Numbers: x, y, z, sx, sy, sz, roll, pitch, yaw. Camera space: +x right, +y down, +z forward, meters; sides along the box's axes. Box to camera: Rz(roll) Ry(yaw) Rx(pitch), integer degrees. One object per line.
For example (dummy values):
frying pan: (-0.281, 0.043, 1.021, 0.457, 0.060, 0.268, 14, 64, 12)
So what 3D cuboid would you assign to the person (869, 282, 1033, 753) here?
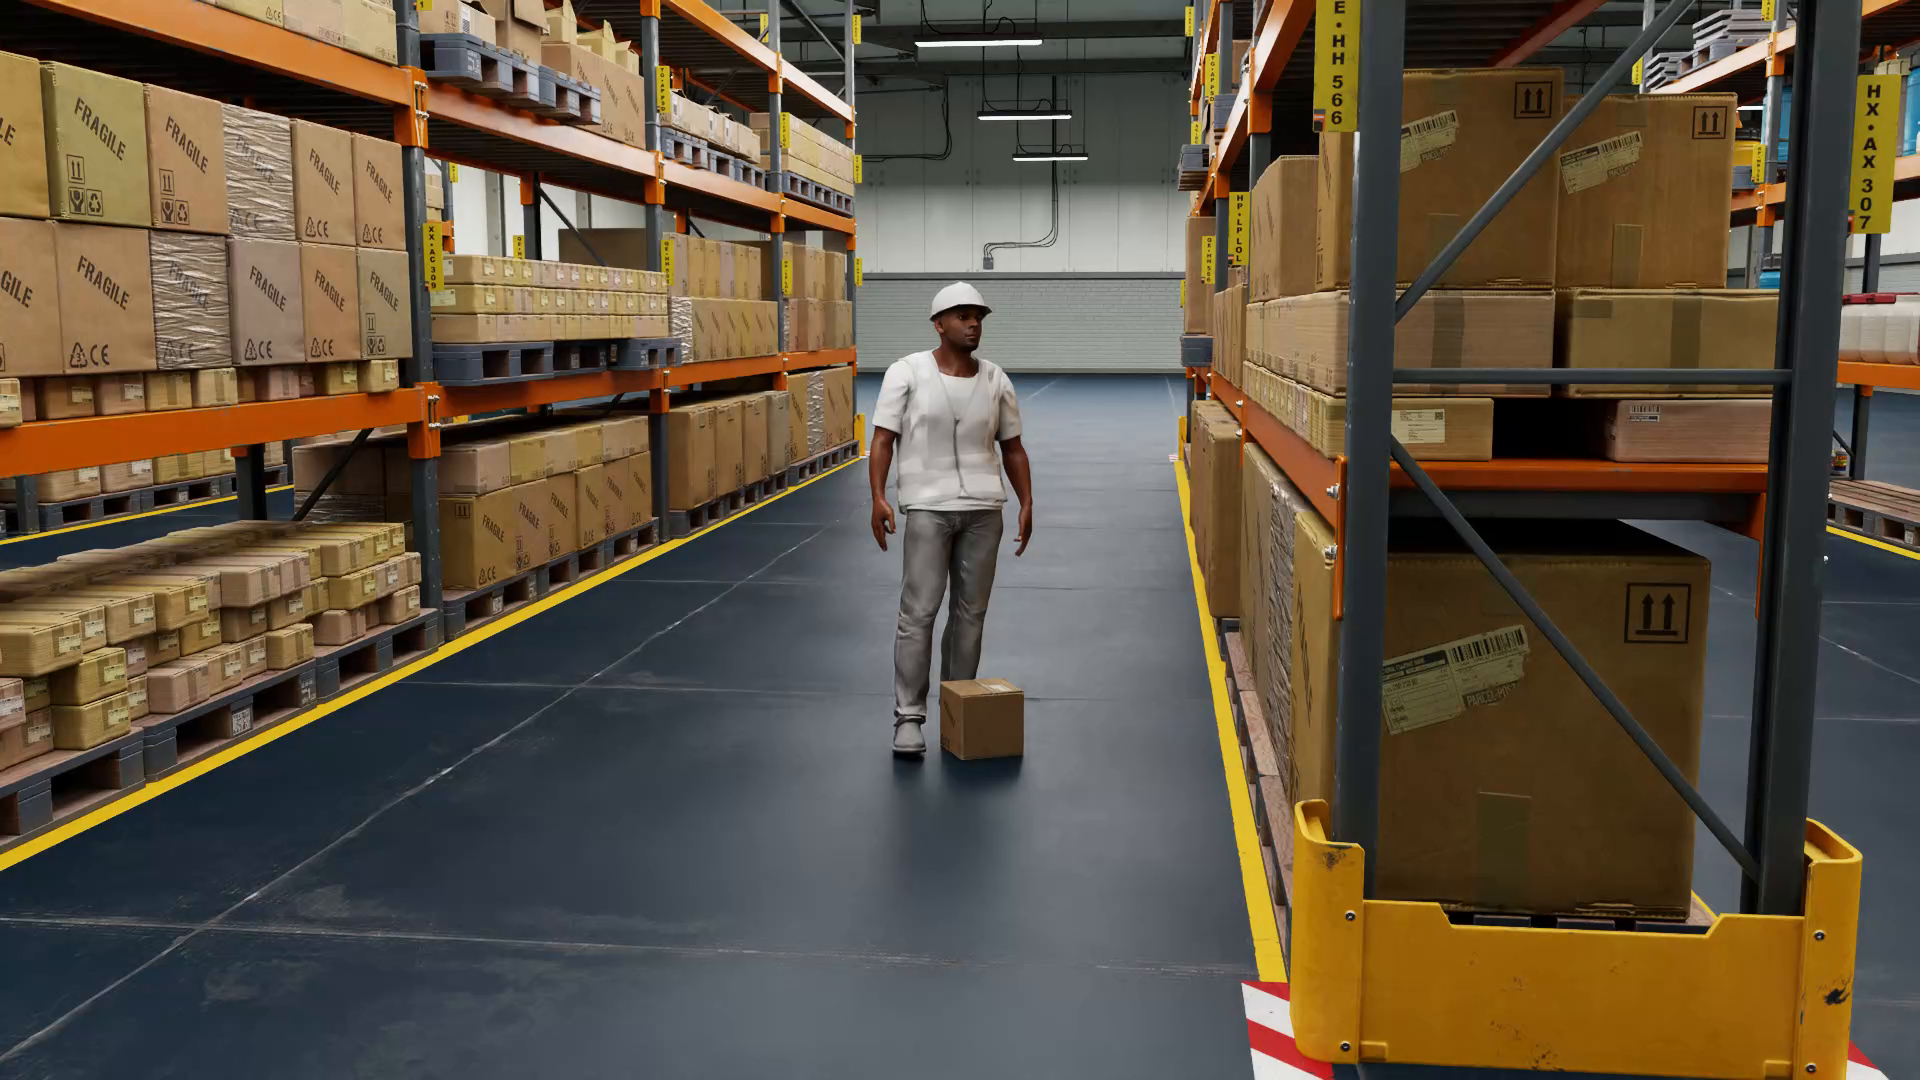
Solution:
person: (-0.009, -0.101, 6.413, 0.665, 1.764, 0.575, -2, 8, -18)
